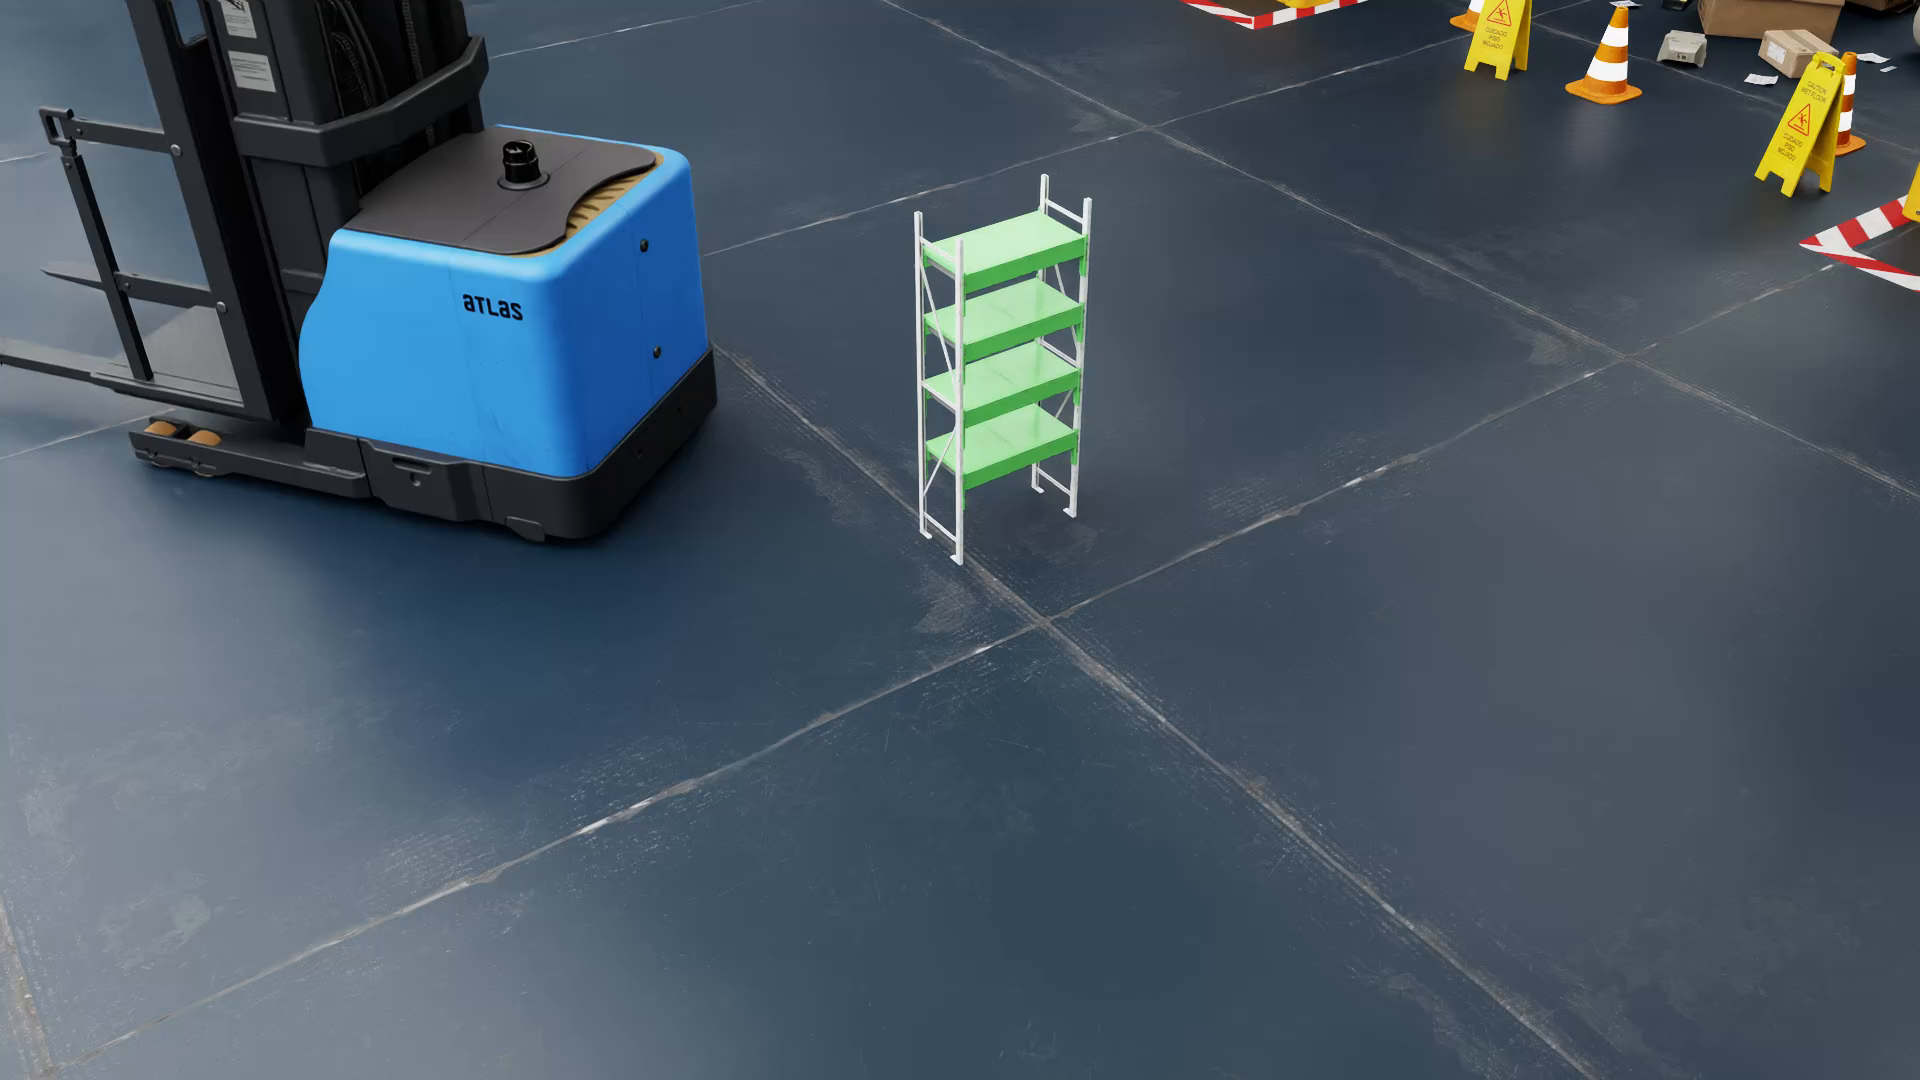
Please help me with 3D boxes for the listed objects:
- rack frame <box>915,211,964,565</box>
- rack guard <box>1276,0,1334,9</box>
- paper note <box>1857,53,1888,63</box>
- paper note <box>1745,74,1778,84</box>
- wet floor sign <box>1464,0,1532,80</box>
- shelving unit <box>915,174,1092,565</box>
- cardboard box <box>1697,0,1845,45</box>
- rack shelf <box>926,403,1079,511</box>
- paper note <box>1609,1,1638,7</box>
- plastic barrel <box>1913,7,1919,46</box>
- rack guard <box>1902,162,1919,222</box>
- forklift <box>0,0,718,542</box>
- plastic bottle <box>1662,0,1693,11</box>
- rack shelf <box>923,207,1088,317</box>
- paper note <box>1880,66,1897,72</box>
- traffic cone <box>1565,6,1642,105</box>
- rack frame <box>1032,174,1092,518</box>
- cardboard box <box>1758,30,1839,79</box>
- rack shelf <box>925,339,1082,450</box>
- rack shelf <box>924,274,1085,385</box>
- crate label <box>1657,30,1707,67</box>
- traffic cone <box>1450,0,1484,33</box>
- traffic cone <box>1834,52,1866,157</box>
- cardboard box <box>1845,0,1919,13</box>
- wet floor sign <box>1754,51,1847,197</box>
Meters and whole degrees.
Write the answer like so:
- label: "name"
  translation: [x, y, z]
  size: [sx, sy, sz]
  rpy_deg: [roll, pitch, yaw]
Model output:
- label: "rack frame"
  translation: [-0.064, -0.461, 5.363]
  size: [0.015, 1.200, 0.240]
  rpy_deg: [-22, 41, -28]
- label: "rack guard"
  translation: [1.914, -3.829, 10.645]
  size: [0.348, 0.500, 1.175]
  rpy_deg: [-22, 41, -28]
- label: "paper note"
  translation: [5.274, -2.795, 9.620]
  size: [0.142, 0.019, 0.148]
  rpy_deg: [-9, 37, -12]
- label: "paper note"
  translation: [4.493, -2.586, 9.319]
  size: [0.148, 0.019, 0.142]
  rpy_deg: [22, 41, 28]
- label: "wet floor sign"
  translation: [3.050, -2.941, 9.287]
  size: [0.267, 0.644, 0.232]
  rpy_deg: [30, 45, 35]
- label: "shelving unit"
  translation: [0.135, -0.543, 5.477]
  size: [0.503, 1.200, 0.258]
  rpy_deg: [-22, 41, -28]
- label: "cardboard box"
  translation: [4.845, -3.309, 9.920]
  size: [0.797, 0.503, 0.637]
  rpy_deg: [9, 37, 12]
- label: "rack shelf"
  translation: [0.135, -0.296, 5.655]
  size: [0.480, 0.148, 0.258]
  rpy_deg: [-22, 41, -28]
- label: "paper note"
  translation: [4.159, -3.349, 10.381]
  size: [0.142, 0.017, 0.144]
  rpy_deg: [-9, 37, -12]
- label: "plastic barrel"
  translation: [5.684, -2.895, 9.412]
  size: [0.421, 0.421, 0.512]
  rpy_deg: [3, 36, 4]
- label: "rack guard"
  translation: [4.930, -1.534, 7.455]
  size: [0.348, 0.500, 1.175]
  rpy_deg: [-22, 41, -28]
- label: "forklift"
  translation: [-2.500, -1.698, 5.600]
  size: [3.031, 2.935, 1.130]
  rpy_deg: [11, 37, 15]
- label: "plastic bottle"
  translation: [4.505, -3.387, 10.407]
  size: [0.133, 0.061, 0.283]
  rpy_deg: [22, 41, 28]
- label: "rack shelf"
  translation: [0.135, -0.881, 5.234]
  size: [0.480, 0.148, 0.258]
  rpy_deg: [-22, 41, -28]
- label: "paper note"
  translation: [5.289, -2.683, 9.472]
  size: [0.123, 0.001, 0.032]
  rpy_deg: [-22, 41, -28]
- label: "traffic cone"
  translation: [3.558, -2.669, 9.065]
  size: [0.334, 0.463, 0.336]
  rpy_deg: [-22, 41, -28]
- label: "rack frame"
  translation: [0.335, -0.625, 5.591]
  size: [0.015, 1.200, 0.240]
  rpy_deg: [-22, 41, -28]
- label: "cardboard box"
  translation: [4.775, -2.771, 9.475]
  size: [0.250, 0.149, 0.380]
  rpy_deg: [-3, 36, -4]
- label: "rack shelf"
  translation: [0.135, -0.491, 5.514]
  size: [0.480, 0.148, 0.258]
  rpy_deg: [-22, 41, -28]
- label: "rack shelf"
  translation: [0.135, -0.686, 5.374]
  size: [0.480, 0.148, 0.258]
  rpy_deg: [-22, 41, -28]
- label: "crate label"
  translation: [4.165, -2.831, 9.569]
  size: [0.250, 0.136, 0.298]
  rpy_deg: [15, 38, 20]
- label: "traffic cone"
  translation: [3.185, -3.323, 9.974]
  size: [0.334, 0.463, 0.336]
  rpy_deg: [-22, 41, -28]
- label: "traffic cone"
  translation: [4.476, -2.254, 8.487]
  size: [0.334, 0.463, 0.336]
  rpy_deg: [-22, 41, -28]
- label: "cardboard box"
  translation: [5.604, -3.682, 10.323]
  size: [0.503, 0.637, 0.797]
  rpy_deg: [-22, 41, -28]
- label: "wet floor sign"
  translation: [4.096, -2.014, 7.998]
  size: [0.232, 0.644, 0.267]
  rpy_deg: [-9, 37, -12]
